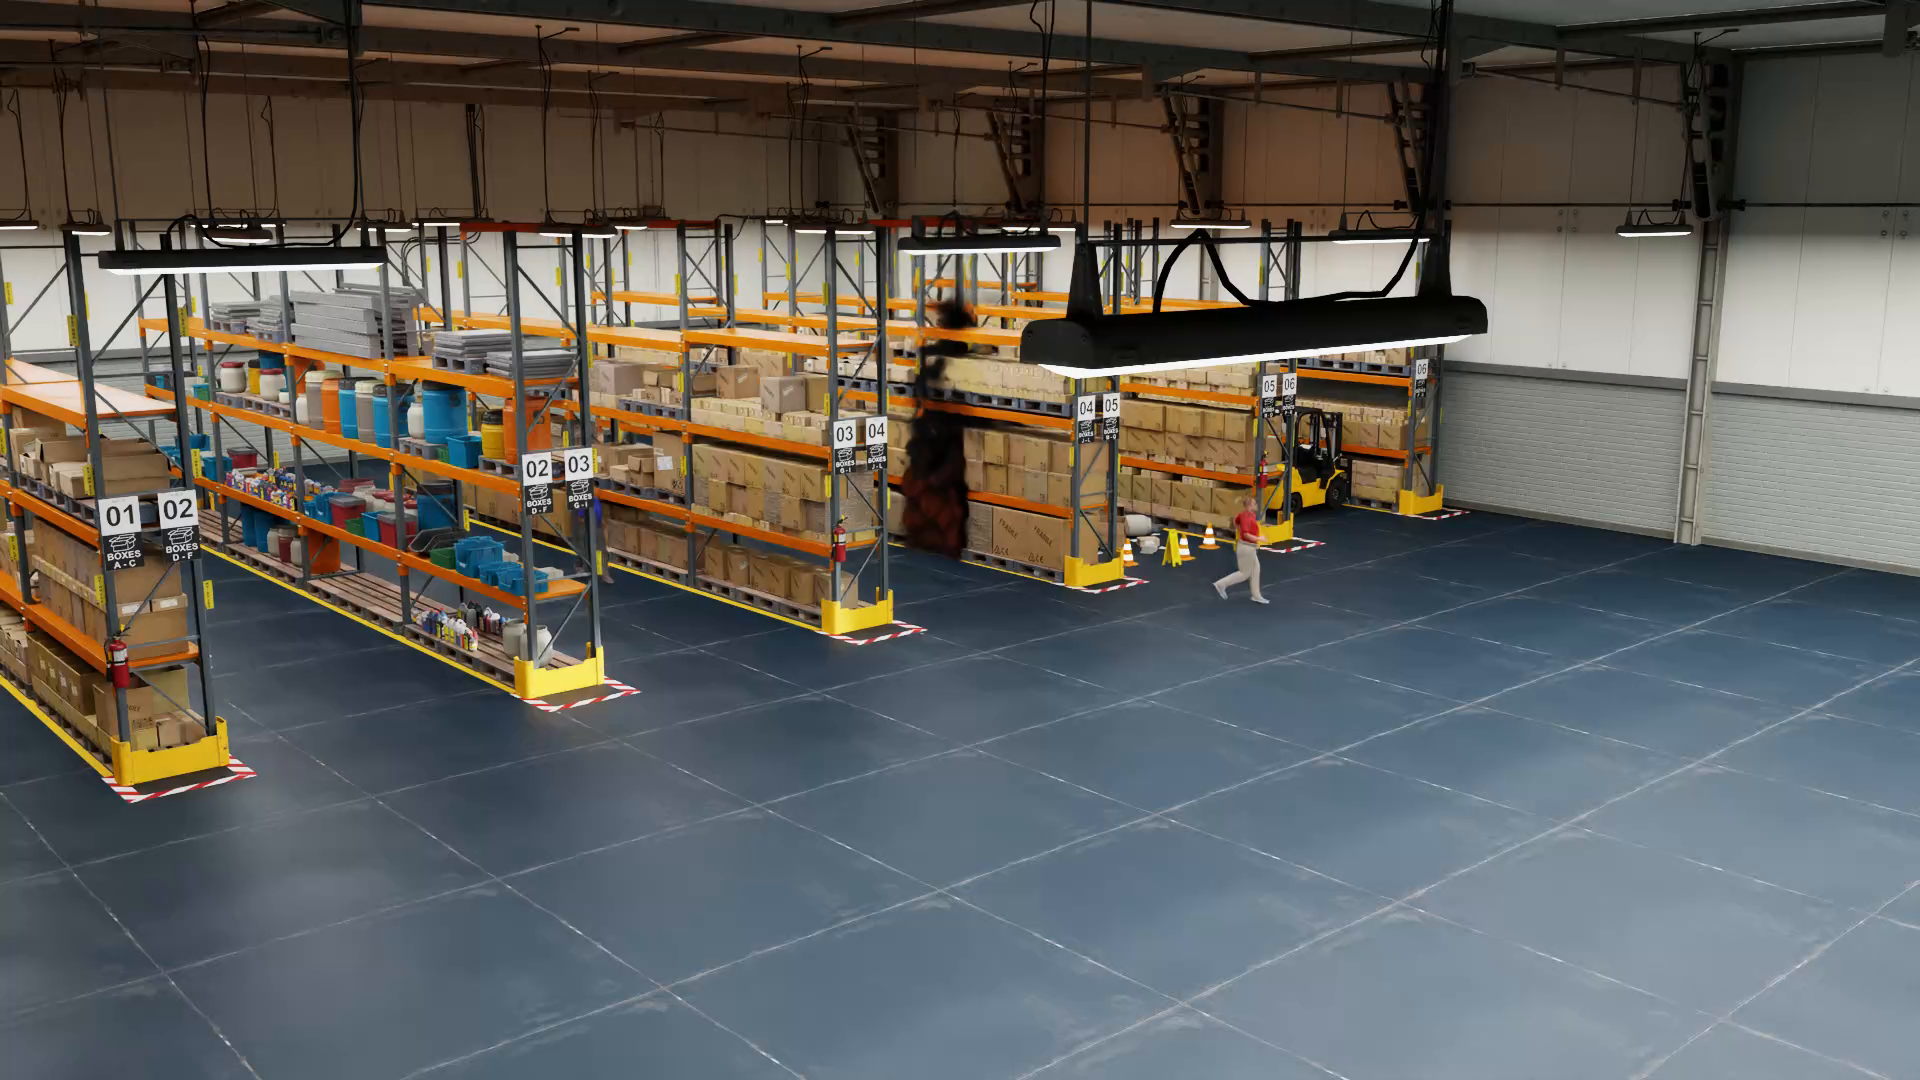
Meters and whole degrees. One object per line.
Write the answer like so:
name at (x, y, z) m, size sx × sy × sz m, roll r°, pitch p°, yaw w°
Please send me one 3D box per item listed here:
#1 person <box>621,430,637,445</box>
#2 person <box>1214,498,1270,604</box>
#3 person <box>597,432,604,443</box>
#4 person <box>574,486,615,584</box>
person at (-8.372, -2.786, 41.597) m, size 0.711 × 1.641 × 0.572 m, roll -11°, pitch 16°, yaw -42°
person at (4.578, 0.179, 26.704) m, size 0.871 × 1.735 × 0.672 m, roll 1°, pitch 11°, yaw 5°
person at (-7.443, -1.411, 34.523) m, size 0.562 × 1.689 × 0.912 m, roll -11°, pitch 16°, yaw -43°
person at (-6.223, -0.106, 28.170) m, size 0.923 × 1.645 × 0.579 m, roll 9°, pitch 15°, yaw 38°
